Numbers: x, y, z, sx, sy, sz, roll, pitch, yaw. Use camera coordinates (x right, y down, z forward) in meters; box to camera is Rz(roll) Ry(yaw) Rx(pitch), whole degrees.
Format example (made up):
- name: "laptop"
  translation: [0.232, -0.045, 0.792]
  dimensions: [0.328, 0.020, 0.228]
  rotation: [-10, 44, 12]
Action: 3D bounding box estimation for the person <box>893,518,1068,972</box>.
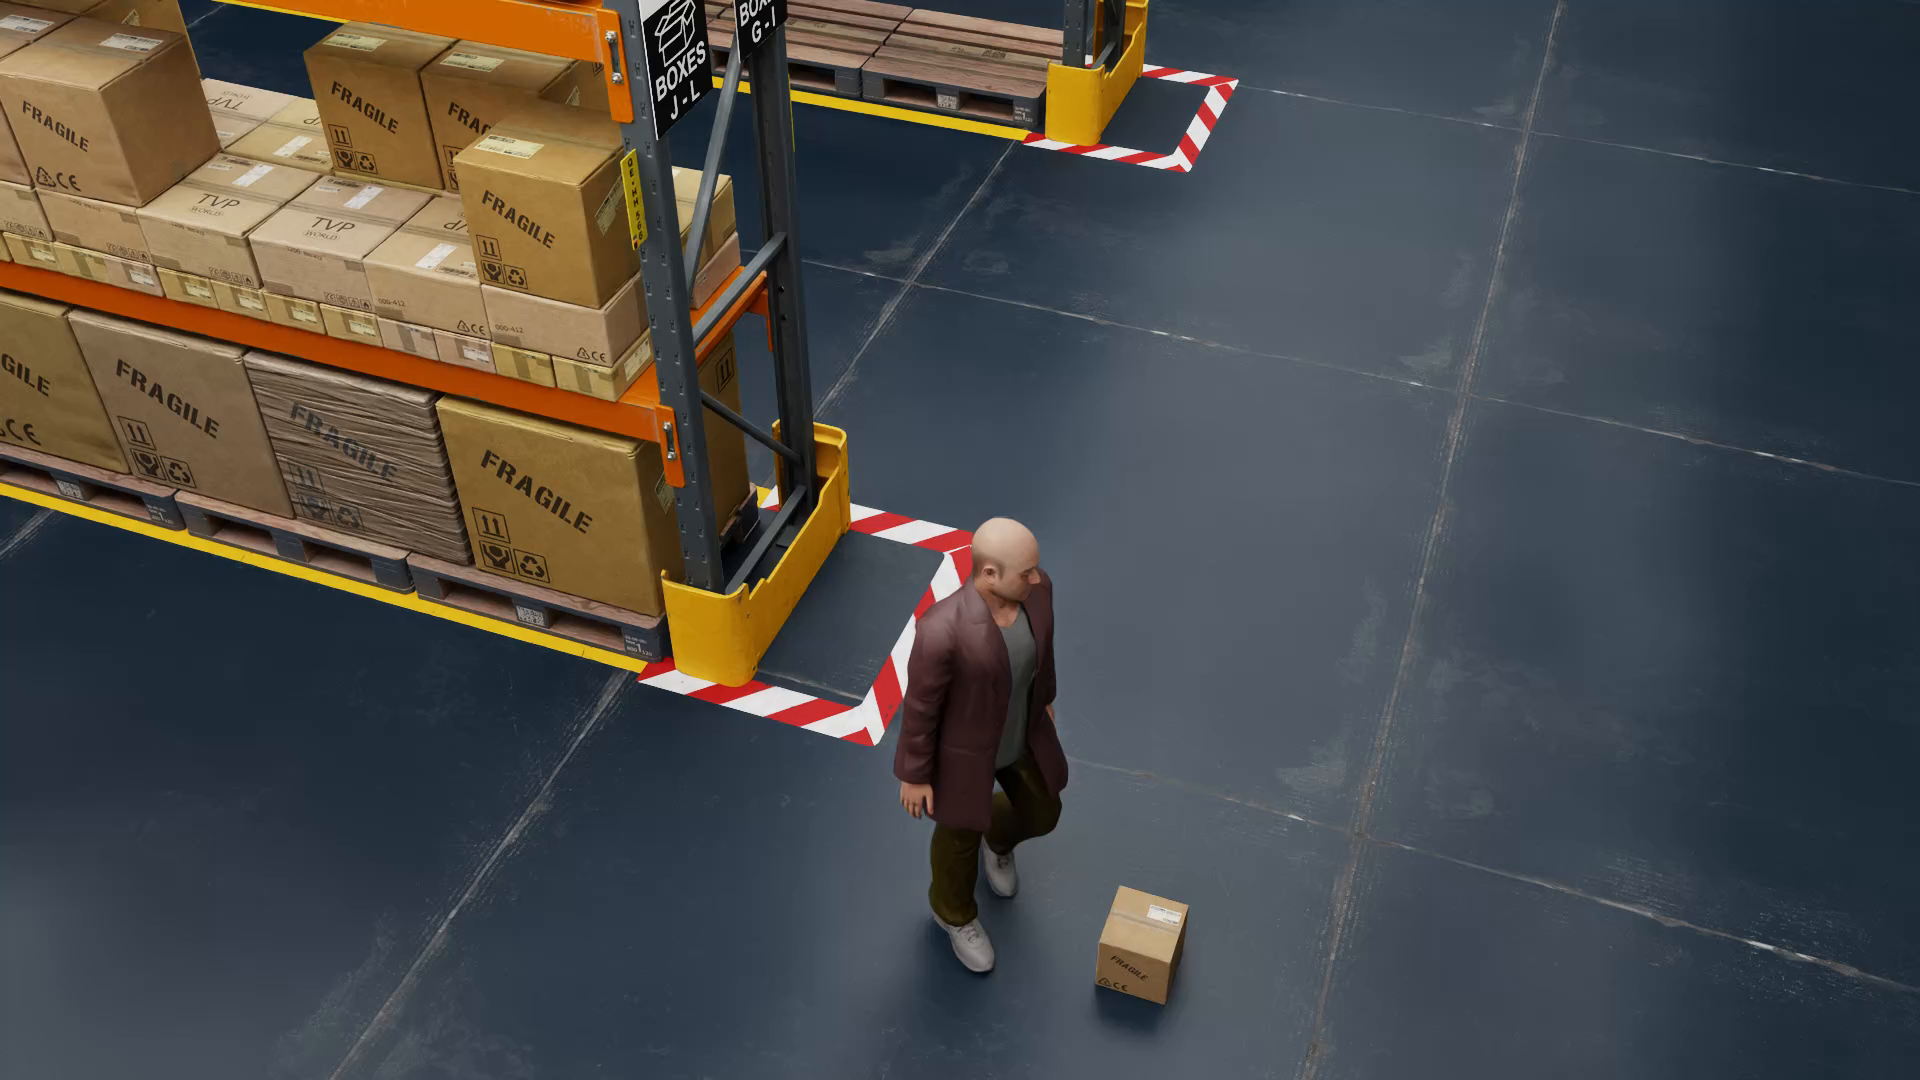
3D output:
- name: "person"
  translation: [0.065, 0.646, 5.421]
  dimensions: [0.666, 1.773, 0.555]
  rotation: [-25, 47, -26]
